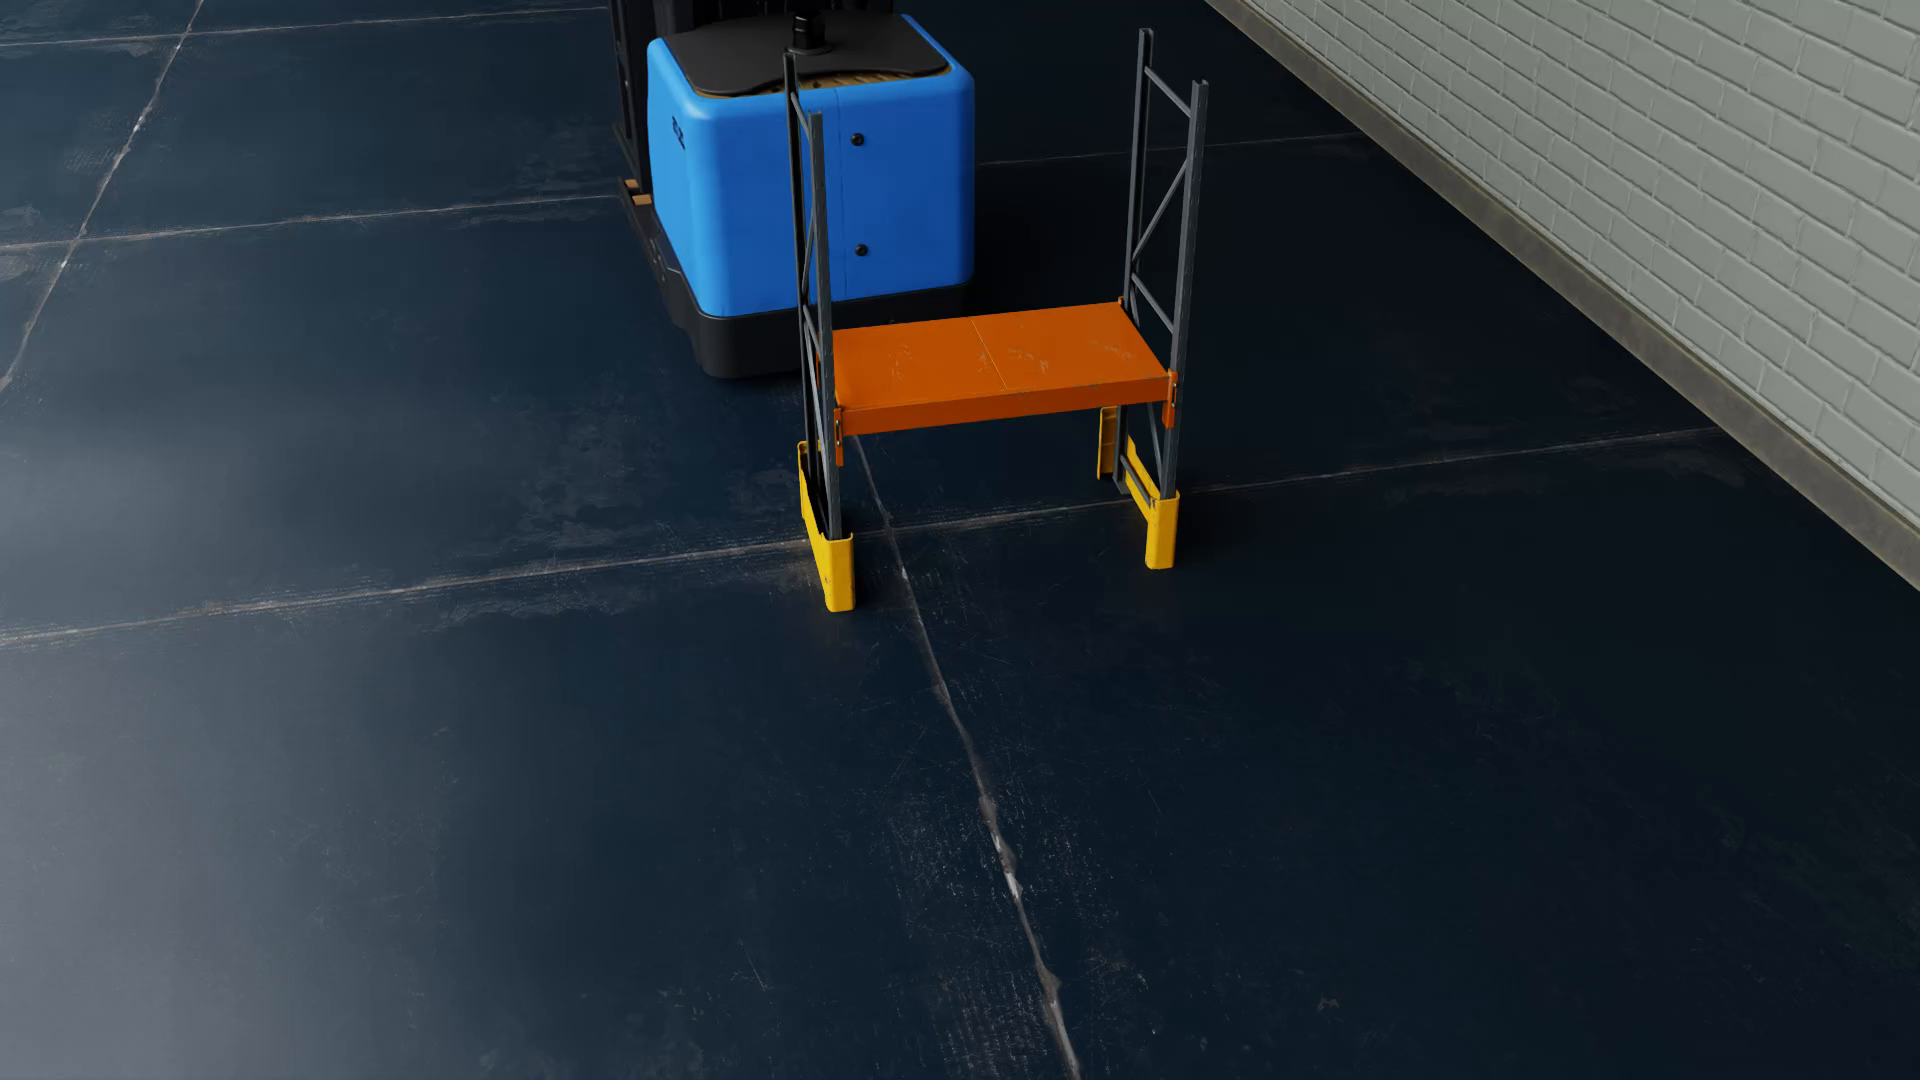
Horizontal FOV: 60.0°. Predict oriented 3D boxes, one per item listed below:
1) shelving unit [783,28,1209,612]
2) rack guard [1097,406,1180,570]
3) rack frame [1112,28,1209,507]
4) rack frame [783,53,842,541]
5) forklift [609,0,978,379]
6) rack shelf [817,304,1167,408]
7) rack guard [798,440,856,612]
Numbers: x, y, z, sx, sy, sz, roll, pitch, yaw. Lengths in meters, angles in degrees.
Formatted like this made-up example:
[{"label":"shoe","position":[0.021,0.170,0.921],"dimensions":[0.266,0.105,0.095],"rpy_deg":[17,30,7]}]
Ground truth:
[{"label":"shelving unit","position":[0.074,-0.632,4.846],"dimensions":[1.083,1.500,0.587],"rpy_deg":[-7,35,-11]},{"label":"rack guard","position":[0.560,-0.174,5.286],"dimensions":[0.087,0.250,0.587],"rpy_deg":[-7,35,-11]},{"label":"rack frame","position":[0.579,-0.696,4.941],"dimensions":[0.032,1.500,0.500],"rpy_deg":[-7,35,-11]},{"label":"rack frame","position":[-0.413,-0.571,4.755],"dimensions":[0.032,1.500,0.500],"rpy_deg":[-7,35,-11]},{"label":"forklift","position":[-15.964,-2.814,6.813],"dimensions":[29.544,2.935,13.203],"rpy_deg":[-10,35,-15]},{"label":"rack shelf","position":[0.083,-0.539,4.911],"dimensions":[0.952,0.026,0.459],"rpy_deg":[-7,35,-11]},{"label":"rack guard","position":[-0.411,-0.052,5.103],"dimensions":[0.087,0.250,0.587],"rpy_deg":[-7,35,-11]}]
